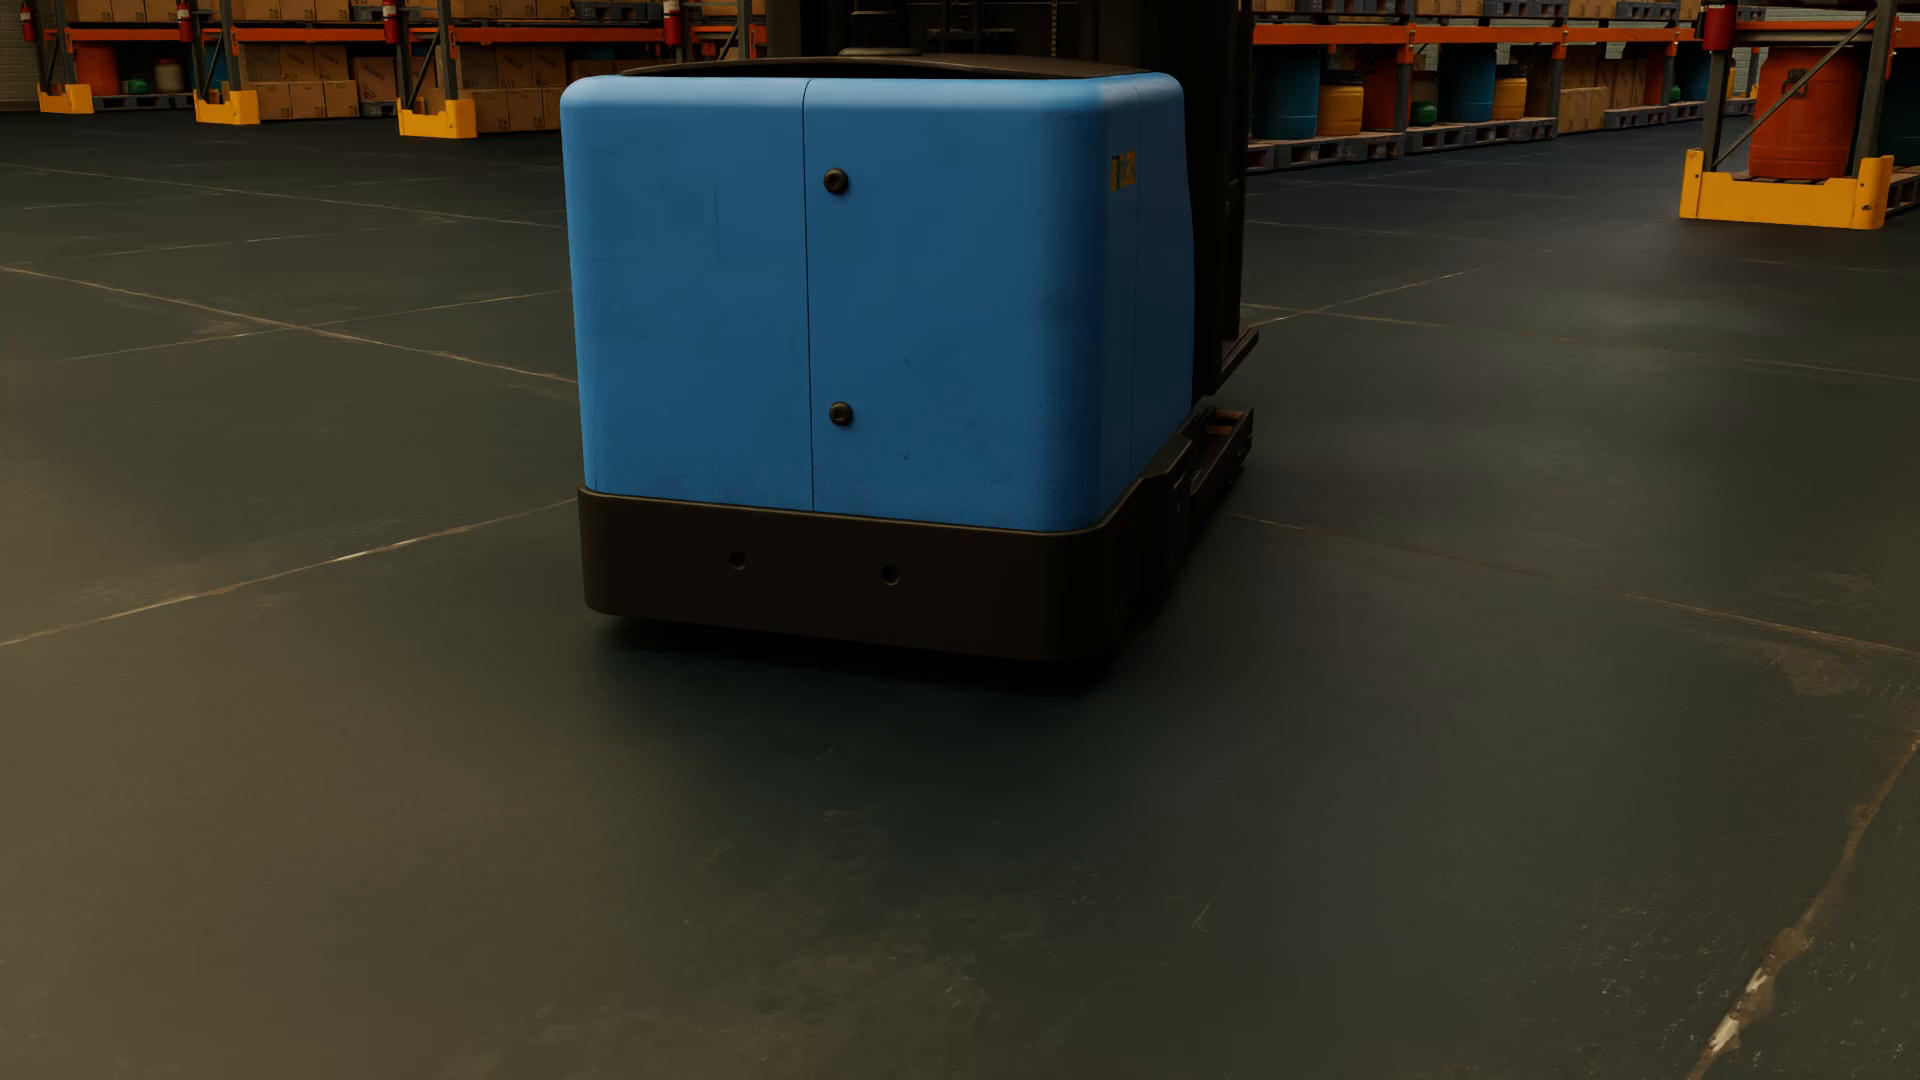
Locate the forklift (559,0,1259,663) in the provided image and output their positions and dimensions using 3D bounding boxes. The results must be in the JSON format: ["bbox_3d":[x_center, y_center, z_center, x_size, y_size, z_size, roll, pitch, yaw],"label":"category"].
[{"bbox_3d":[0.182,-1.571,4.072,1.130,2.935,3.031,5,18,17],"label":"forklift"}]
